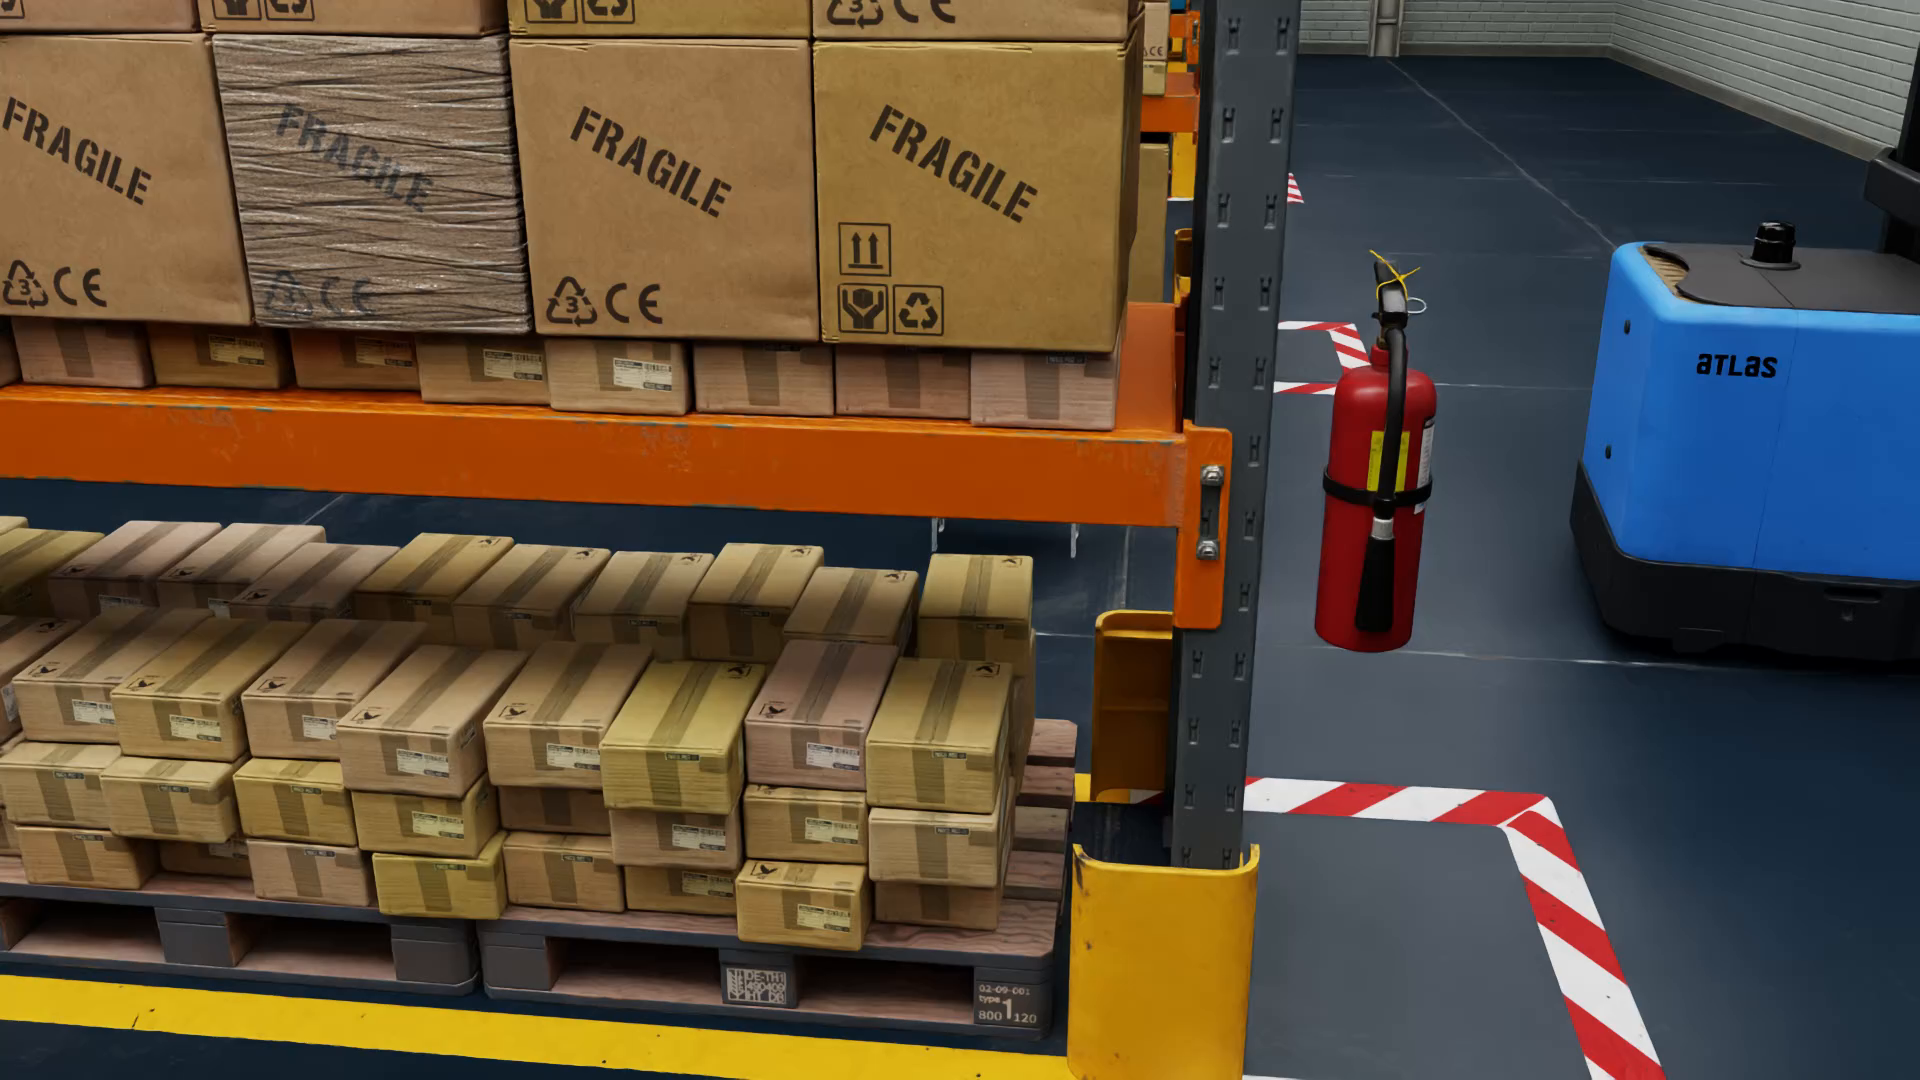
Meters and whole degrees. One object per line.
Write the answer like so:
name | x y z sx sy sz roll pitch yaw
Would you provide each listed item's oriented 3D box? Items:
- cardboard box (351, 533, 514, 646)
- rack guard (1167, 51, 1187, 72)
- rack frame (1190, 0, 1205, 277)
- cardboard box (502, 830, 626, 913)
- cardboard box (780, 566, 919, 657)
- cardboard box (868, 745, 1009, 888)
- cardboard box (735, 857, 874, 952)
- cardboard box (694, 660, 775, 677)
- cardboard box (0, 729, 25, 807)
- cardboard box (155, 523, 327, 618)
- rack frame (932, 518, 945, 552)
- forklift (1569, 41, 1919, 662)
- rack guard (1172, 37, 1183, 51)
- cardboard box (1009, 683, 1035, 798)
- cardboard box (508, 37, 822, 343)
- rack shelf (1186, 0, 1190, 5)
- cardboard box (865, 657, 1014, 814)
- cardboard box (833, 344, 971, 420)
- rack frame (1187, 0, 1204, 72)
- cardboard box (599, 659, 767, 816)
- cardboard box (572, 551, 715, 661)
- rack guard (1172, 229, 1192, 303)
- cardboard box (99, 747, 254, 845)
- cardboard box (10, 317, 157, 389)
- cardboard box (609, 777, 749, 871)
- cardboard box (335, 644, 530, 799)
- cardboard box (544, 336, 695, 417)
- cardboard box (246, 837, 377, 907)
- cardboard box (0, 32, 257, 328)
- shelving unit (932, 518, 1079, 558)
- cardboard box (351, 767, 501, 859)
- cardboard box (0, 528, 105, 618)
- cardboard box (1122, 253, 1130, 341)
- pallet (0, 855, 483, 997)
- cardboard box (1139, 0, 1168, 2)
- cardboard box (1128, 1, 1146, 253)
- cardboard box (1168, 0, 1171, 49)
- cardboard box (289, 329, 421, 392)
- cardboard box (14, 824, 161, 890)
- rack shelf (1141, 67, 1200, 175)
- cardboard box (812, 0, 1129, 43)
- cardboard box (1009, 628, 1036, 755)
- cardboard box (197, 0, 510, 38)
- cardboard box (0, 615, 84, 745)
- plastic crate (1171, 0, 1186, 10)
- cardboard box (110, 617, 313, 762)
cardboard box | -1.268 0.123 4.046 0.250 0.149 0.380 3 22 7
rack guard | 2.300 -4.798 17.397 0.348 0.500 1.175 2 22 6
rack frame | 1.205 -2.341 7.781 0.127 3.000 1.000 2 22 6
cardboard box | -0.792 0.627 3.582 0.250 0.149 0.380 3 22 7
cardboard box | -0.247 0.205 3.839 0.250 0.149 0.380 3 22 7
cardboard box | -0.036 0.539 3.398 0.250 0.149 0.380 2 22 5
cardboard box | -0.293 0.675 3.458 0.250 0.149 0.380 3 22 8
cardboard box | -0.487 0.331 3.925 0.250 0.149 0.380 3 22 7
cardboard box | -2.082 0.426 3.684 0.250 0.149 0.380 4 22 9
cardboard box | -1.763 0.096 4.113 0.250 0.149 0.380 2 22 4
rack frame | -0.078 -0.561 5.728 0.015 1.200 0.240 2 22 6
forklift | 3.550 -1.084 4.696 3.031 2.935 1.130 4 22 11
rack guard | 2.978 -6.603 21.961 0.348 0.500 1.175 2 22 6
cardboard box | 0.039 0.457 4.011 0.250 0.149 0.380 3 22 7
cardboard box | -0.466 -0.669 3.011 0.500 0.500 0.500 2 22 5
rack shelf | 0.389 -5.710 17.280 4.000 0.370 1.077 2 22 6
cardboard box | -0.034 0.389 3.373 0.250 0.149 0.380 3 22 7
cardboard box | -0.078 -0.353 3.094 0.250 0.149 0.380 2 22 6
rack frame | 1.788 -4.149 12.355 0.127 3.000 1.000 2 22 6
cardboard box | -0.549 0.392 3.365 0.250 0.149 0.380 2 22 5
cardboard box | -0.738 0.167 3.936 0.250 0.149 0.380 1 22 4
rack guard | 1.229 -1.177 8.238 0.348 0.500 1.175 2 22 6
cardboard box | -1.597 0.480 3.548 0.250 0.149 0.380 3 22 7
cardboard box | -1.623 -0.425 3.277 0.250 0.149 0.380 3 22 8
cardboard box | -0.553 0.517 3.453 0.250 0.149 0.380 2 22 4
cardboard box | -1.072 0.367 3.429 0.250 0.149 0.380 3 22 8
cardboard box | -0.585 -0.361 3.114 0.250 0.149 0.380 3 22 8
cardboard box | -1.322 0.619 3.600 0.250 0.149 0.380 3 22 7
cardboard box | -1.465 -0.713 3.122 0.500 0.500 0.500 4 22 9
shelving unit | 0.164 -0.551 5.701 0.503 1.200 0.258 2 22 6
cardboard box | -1.068 0.500 3.498 0.250 0.149 0.380 3 22 7
cardboard box | -2.312 0.111 4.076 0.250 0.149 0.380 3 22 8
cardboard box | 0.238 -0.551 3.596 0.250 0.149 0.380 2 22 6
pallet | -1.565 0.657 3.990 1.213 0.211 1.003 2 22 6
cardboard box | 0.691 -2.683 7.427 0.500 0.500 0.500 3 22 7
cardboard box | 0.108 -0.839 3.443 0.500 0.500 0.500 4 22 9
cardboard box | 0.761 -2.529 8.056 0.500 0.250 0.500 2 22 5
cardboard box | -1.104 -0.416 3.255 0.250 0.149 0.380 2 22 4
cardboard box | -1.834 0.597 3.655 0.250 0.149 0.380 2 22 5
rack shelf | -0.781 -2.093 8.132 4.000 0.370 1.077 2 22 6
cardboard box | 0.038 -1.113 2.775 0.500 0.500 0.500 2 22 5
cardboard box | 0.031 0.341 3.898 0.250 0.149 0.380 3 22 9
cardboard box | -0.983 -1.154 2.879 0.500 0.500 0.500 4 22 9
cardboard box | -2.105 0.307 3.580 0.250 0.149 0.380 3 22 7
plastic crate | 1.434 -4.140 12.202 0.499 0.435 0.616 2 22 6
cardboard box | -1.584 0.314 3.563 0.250 0.149 0.380 3 22 7
